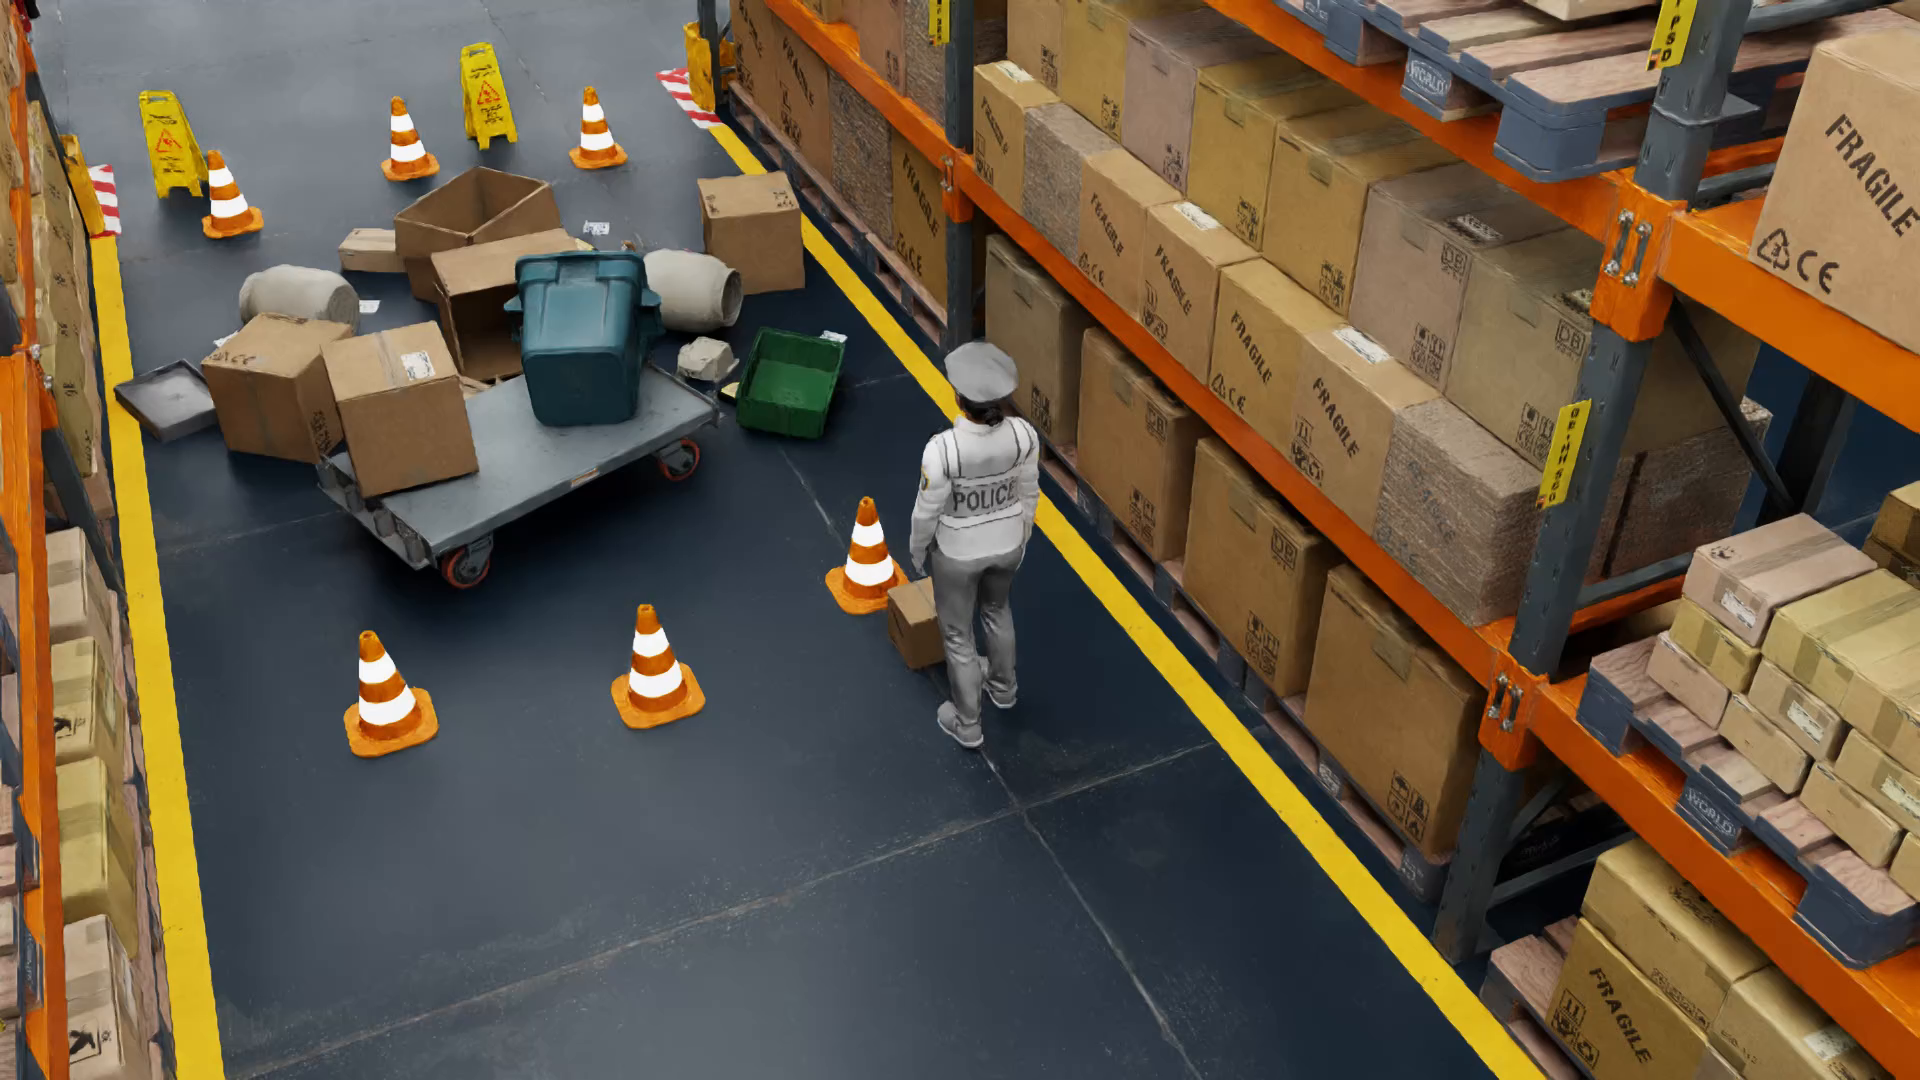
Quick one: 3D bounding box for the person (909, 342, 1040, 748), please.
[{"bbox_3d":[0.044,0.019,6.128,0.473,1.690,0.441,-15,40,-19],"label":"person"}]
